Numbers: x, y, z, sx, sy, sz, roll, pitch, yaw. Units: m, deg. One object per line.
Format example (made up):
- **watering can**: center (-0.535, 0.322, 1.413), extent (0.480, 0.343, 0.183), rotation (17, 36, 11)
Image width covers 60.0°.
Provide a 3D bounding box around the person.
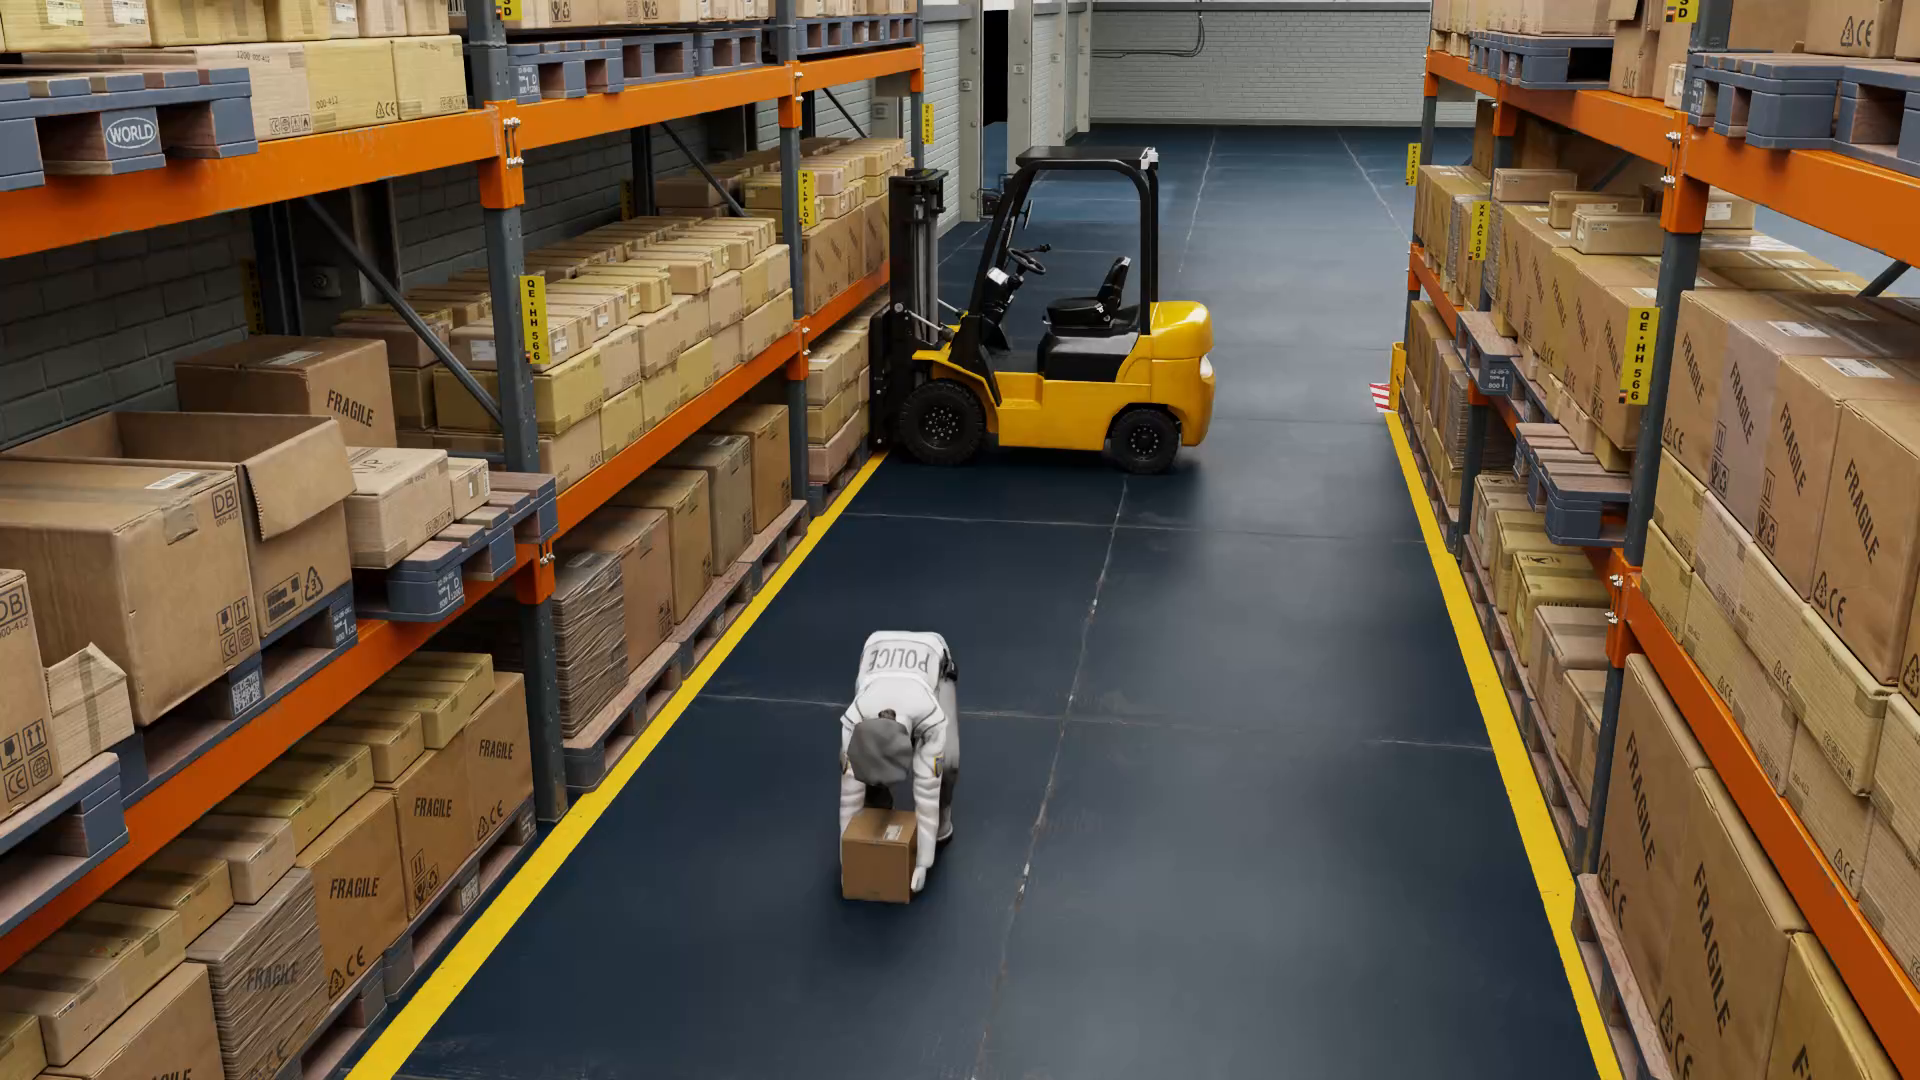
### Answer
- **person**: center (-0.233, 0.832, 6.414), extent (0.469, 0.823, 0.898), rotation (2, 18, 7)
